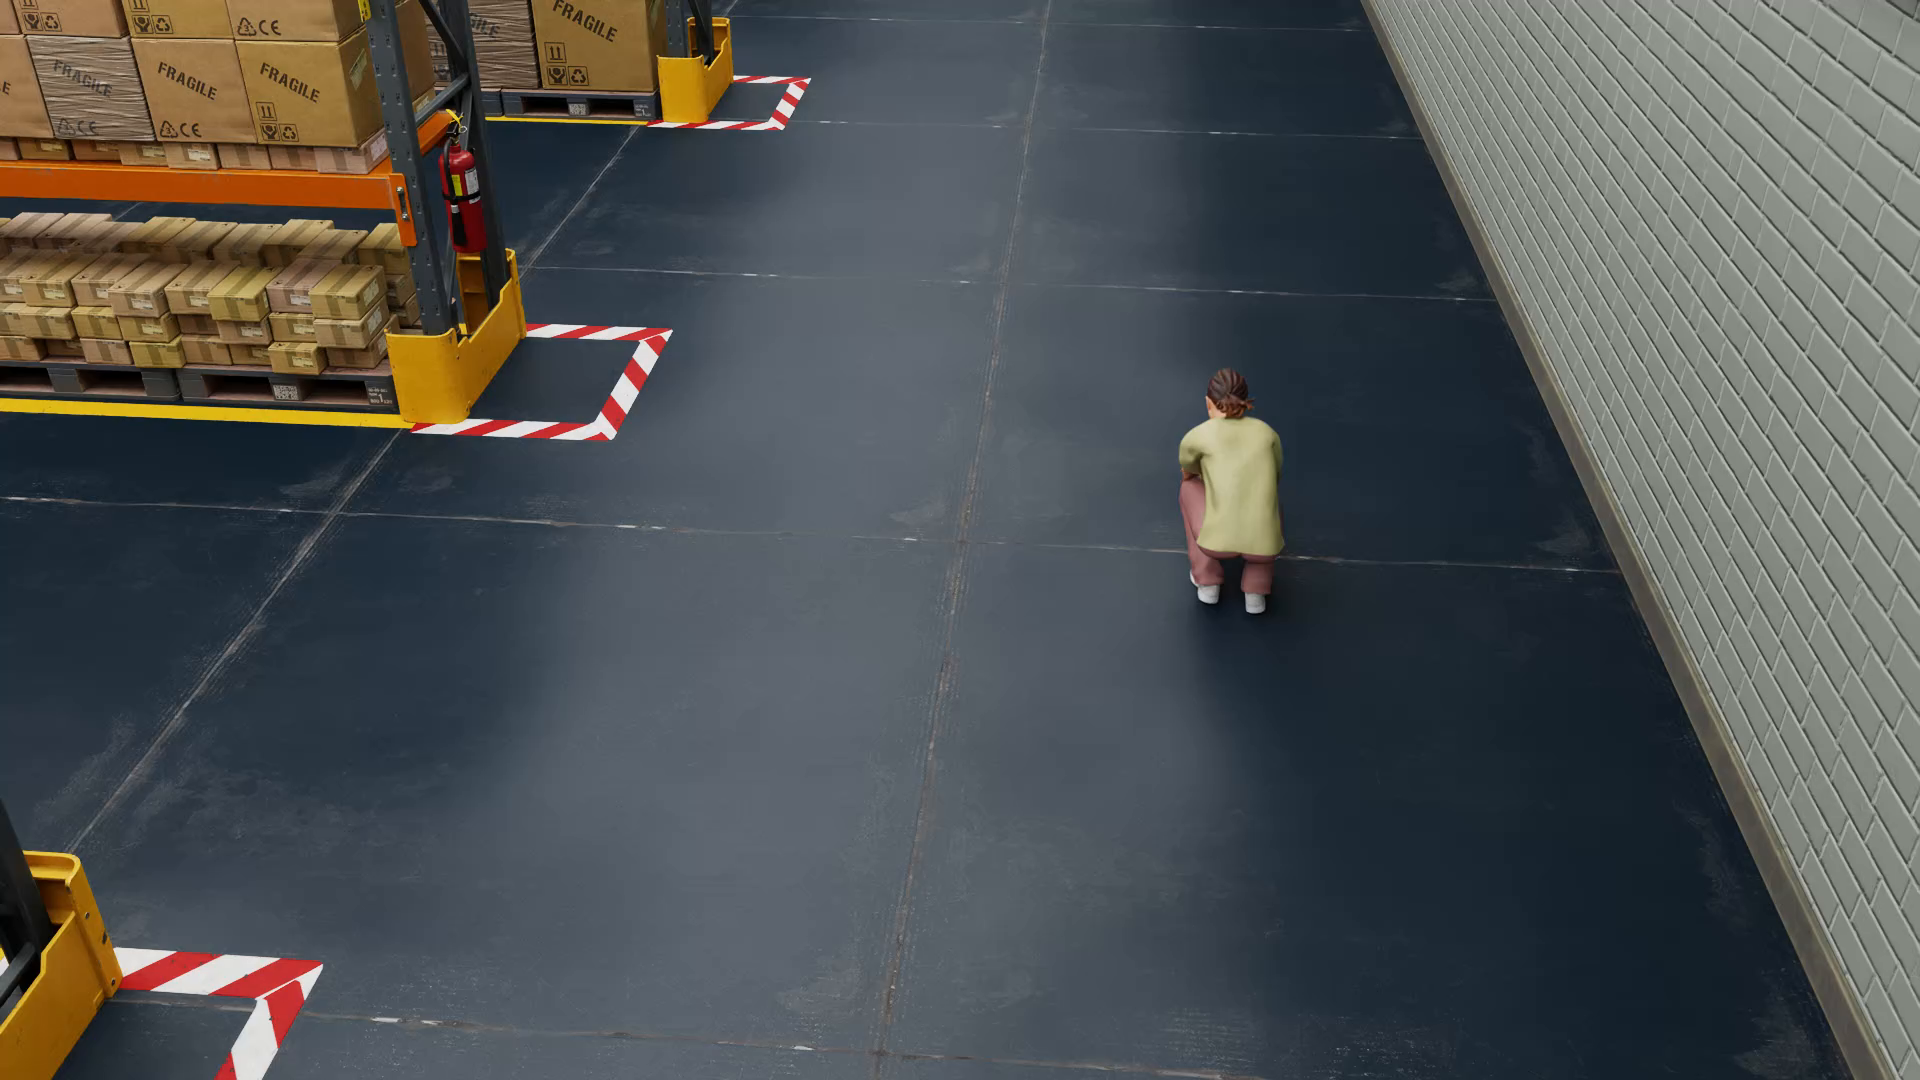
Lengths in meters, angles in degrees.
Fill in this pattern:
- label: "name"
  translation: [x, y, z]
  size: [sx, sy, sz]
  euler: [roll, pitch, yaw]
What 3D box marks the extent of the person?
- label: "person"
  translation: [1.185, -0.226, 7.206]
  size: [0.478, 0.931, 0.803]
  euler: [2, 32, 4]
